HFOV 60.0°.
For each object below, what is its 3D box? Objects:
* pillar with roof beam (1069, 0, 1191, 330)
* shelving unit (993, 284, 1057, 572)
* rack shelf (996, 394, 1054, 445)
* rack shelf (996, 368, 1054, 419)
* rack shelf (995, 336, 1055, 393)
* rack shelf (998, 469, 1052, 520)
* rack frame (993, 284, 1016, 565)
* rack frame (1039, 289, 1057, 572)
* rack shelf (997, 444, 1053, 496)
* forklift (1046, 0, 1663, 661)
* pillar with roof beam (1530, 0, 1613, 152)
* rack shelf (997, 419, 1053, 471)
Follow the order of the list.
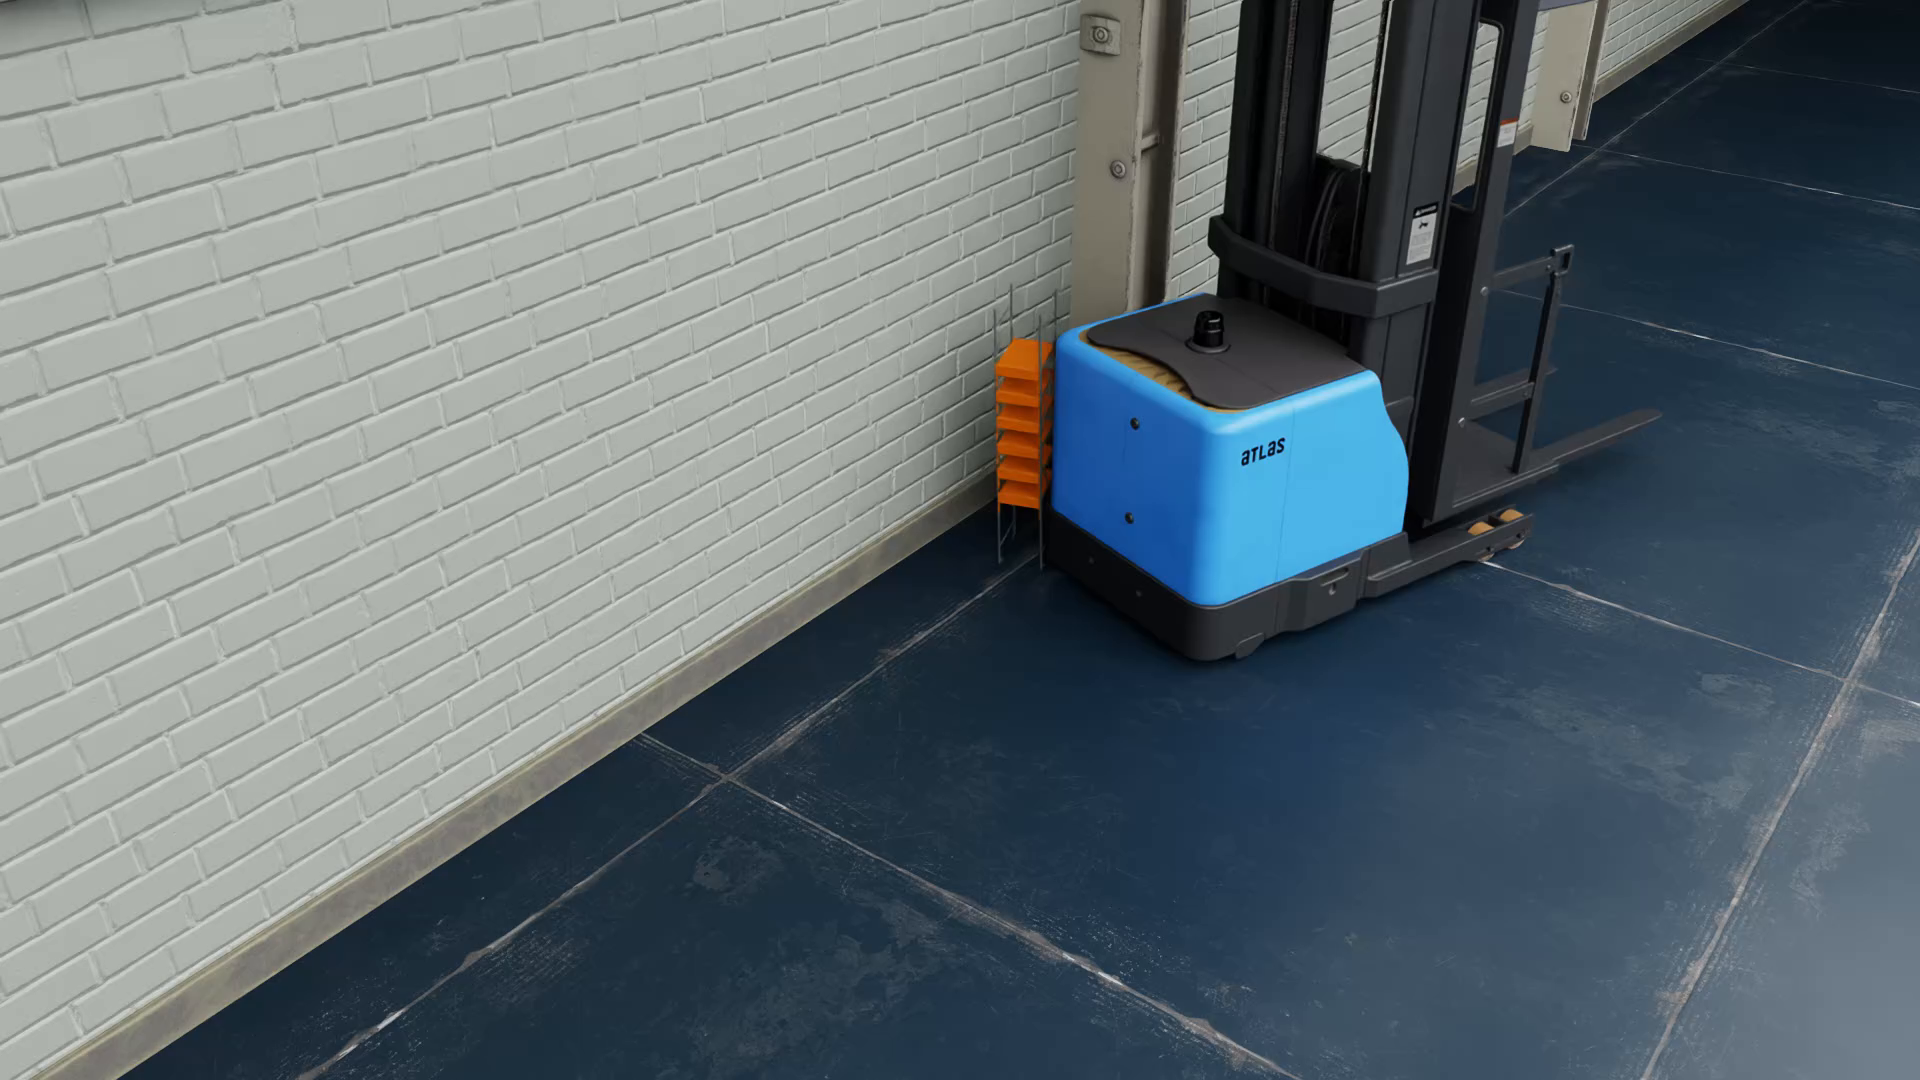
[{"bbox_3d":[4.173,-3.028,3.532,9.100,9.000,0.400,21,37,31],"label":"pillar with roof beam"},{"bbox_3d":[0.273,-0.440,6.798,0.189,1.200,0.258,9,36,16],"label":"shelving unit"},{"bbox_3d":[0.271,-0.503,6.755,0.180,0.103,0.258,9,36,16],"label":"rack shelf"},{"bbox_3d":[0.267,-0.601,6.687,0.180,0.103,0.258,9,36,16],"label":"rack shelf"},{"bbox_3d":[0.264,-0.700,6.619,0.180,0.103,0.258,9,36,16],"label":"rack shelf"},{"bbox_3d":[0.281,-0.206,6.959,0.180,0.103,0.258,9,36,16],"label":"rack shelf"},{"bbox_3d":[0.186,-0.455,6.823,0.006,1.200,0.240,9,36,16],"label":"rack frame"},{"bbox_3d":[0.360,-0.426,6.773,0.006,1.200,0.240,9,36,16],"label":"rack frame"},{"bbox_3d":[0.278,-0.305,6.891,0.180,0.103,0.258,9,36,16],"label":"rack shelf"},{"bbox_3d":[1.867,-1.372,6.690,3.031,2.935,1.130,-19,36,-29],"label":"forklift"},{"bbox_3d":[7.795,-5.466,7.647,9.100,9.000,0.400,21,37,31],"label":"pillar with roof beam"},{"bbox_3d":[0.274,-0.404,6.823,0.180,0.103,0.258,9,36,16],"label":"rack shelf"}]
